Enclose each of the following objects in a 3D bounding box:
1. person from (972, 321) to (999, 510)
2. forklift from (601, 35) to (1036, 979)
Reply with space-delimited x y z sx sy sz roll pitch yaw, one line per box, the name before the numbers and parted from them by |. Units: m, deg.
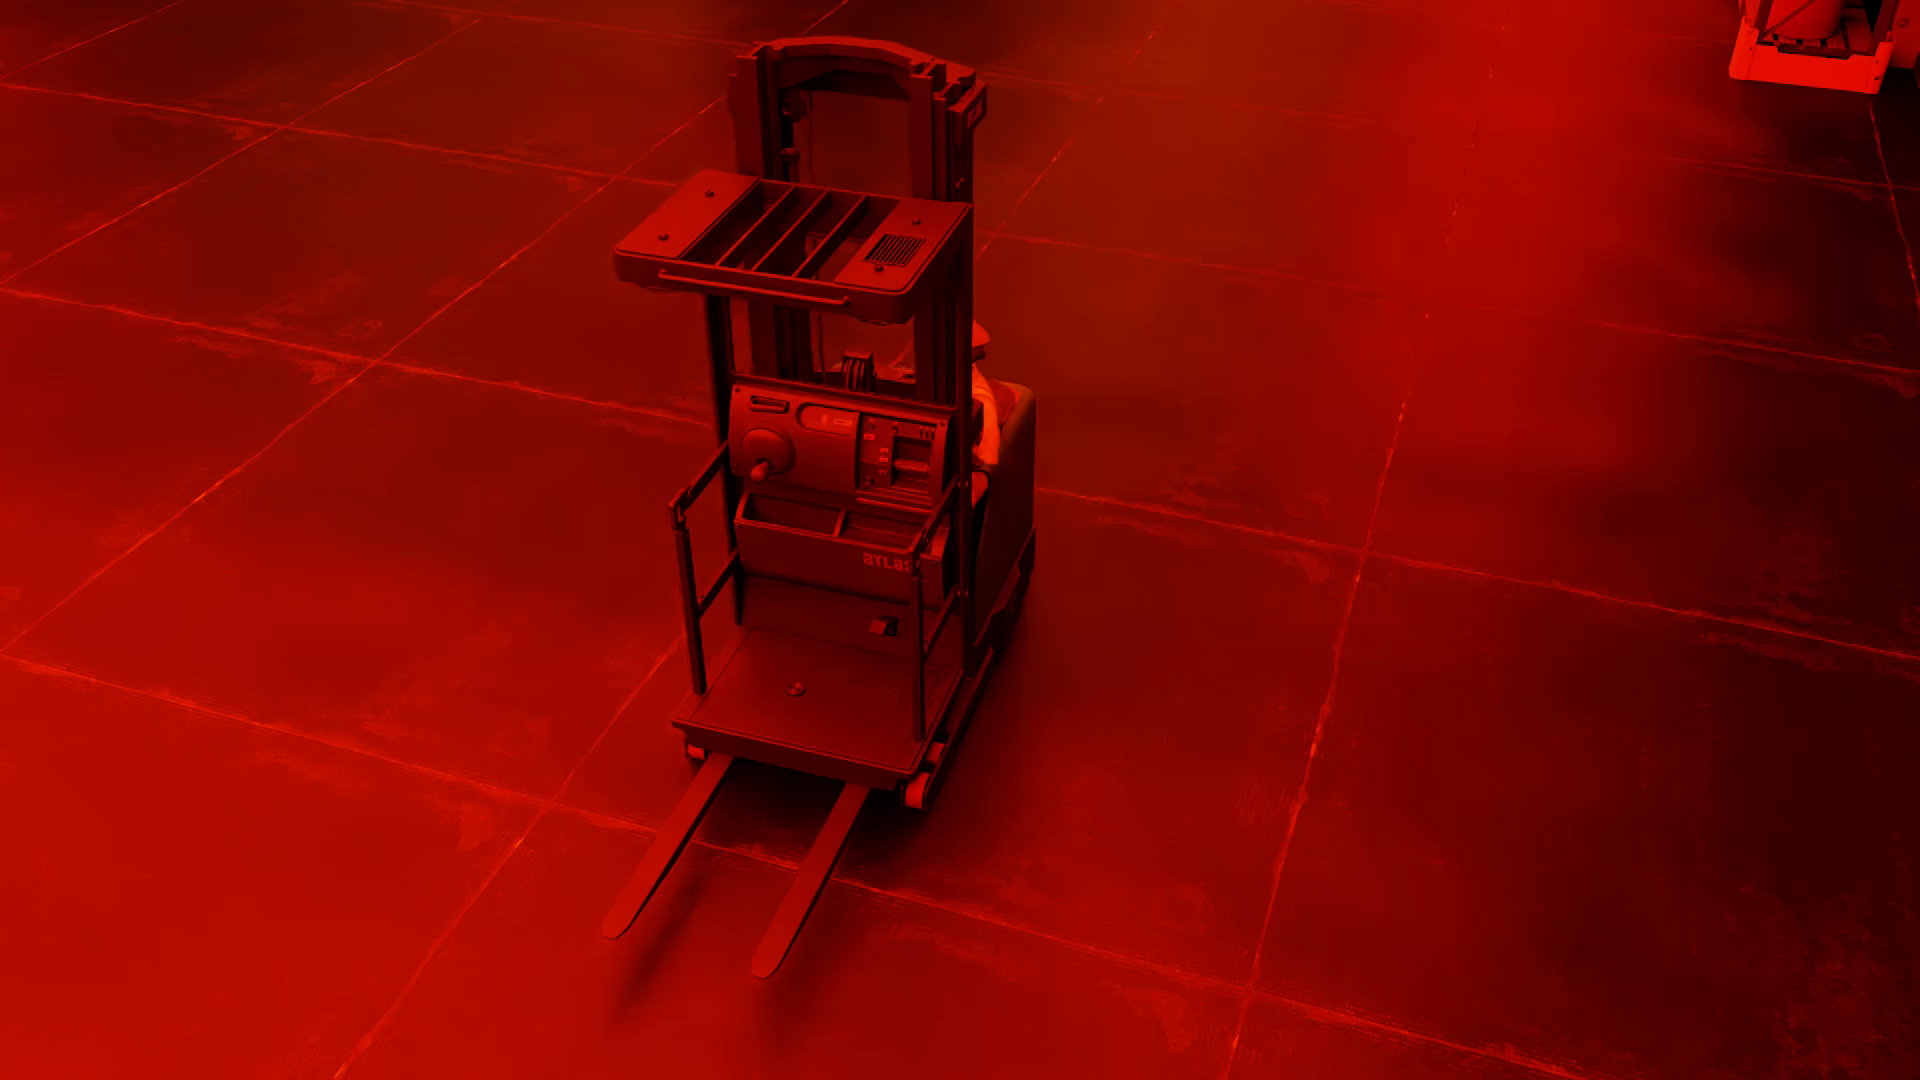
person | -0.108 -0.230 7.638 0.531 1.629 0.714 -12 37 -16
forklift | -0.560 -0.318 6.559 1.130 2.935 3.031 10 37 14
